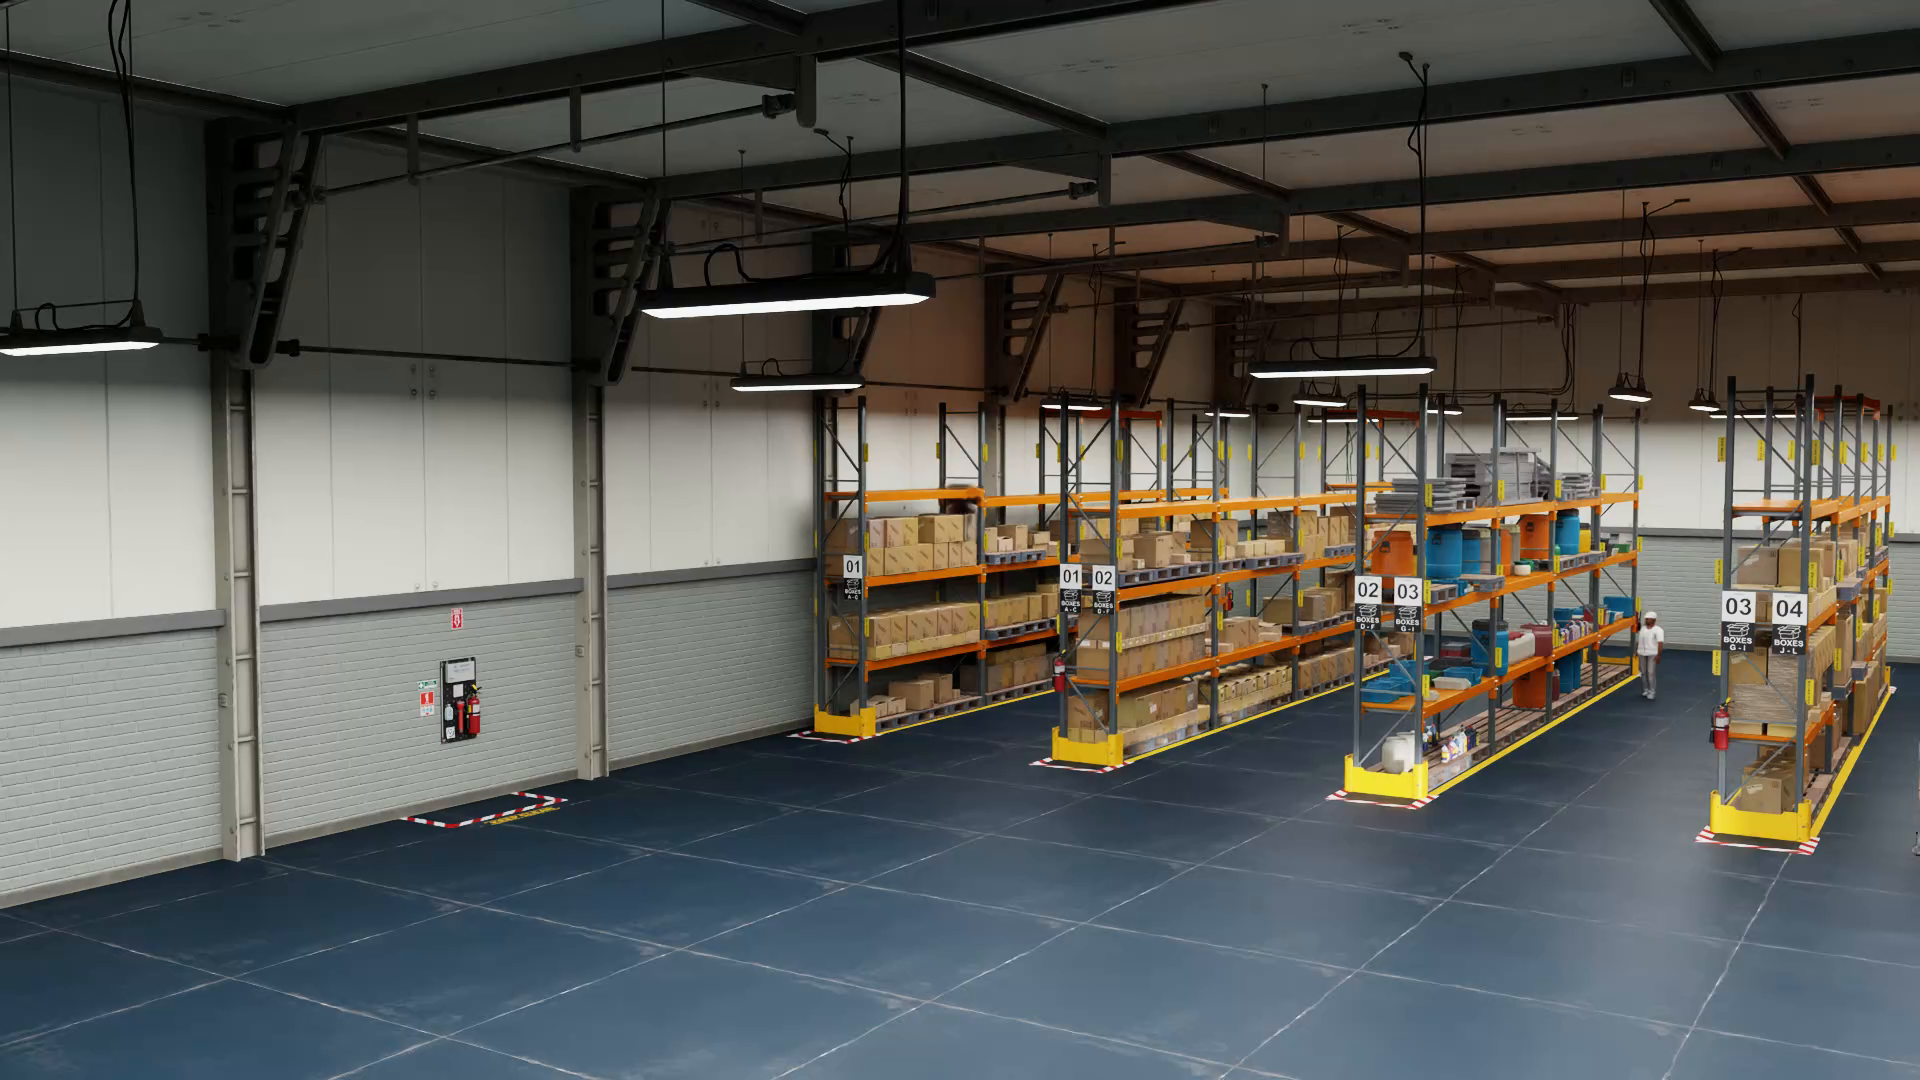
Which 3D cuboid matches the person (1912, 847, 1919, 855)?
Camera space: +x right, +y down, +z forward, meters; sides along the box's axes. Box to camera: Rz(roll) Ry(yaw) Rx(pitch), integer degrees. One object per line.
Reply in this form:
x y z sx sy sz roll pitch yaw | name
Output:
12.151 3.045 20.528 0.604 1.771 0.457 1 3 19 | person

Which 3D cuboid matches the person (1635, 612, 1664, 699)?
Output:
14.106 2.348 34.015 0.533 1.770 0.604 -3 4 -45 | person
